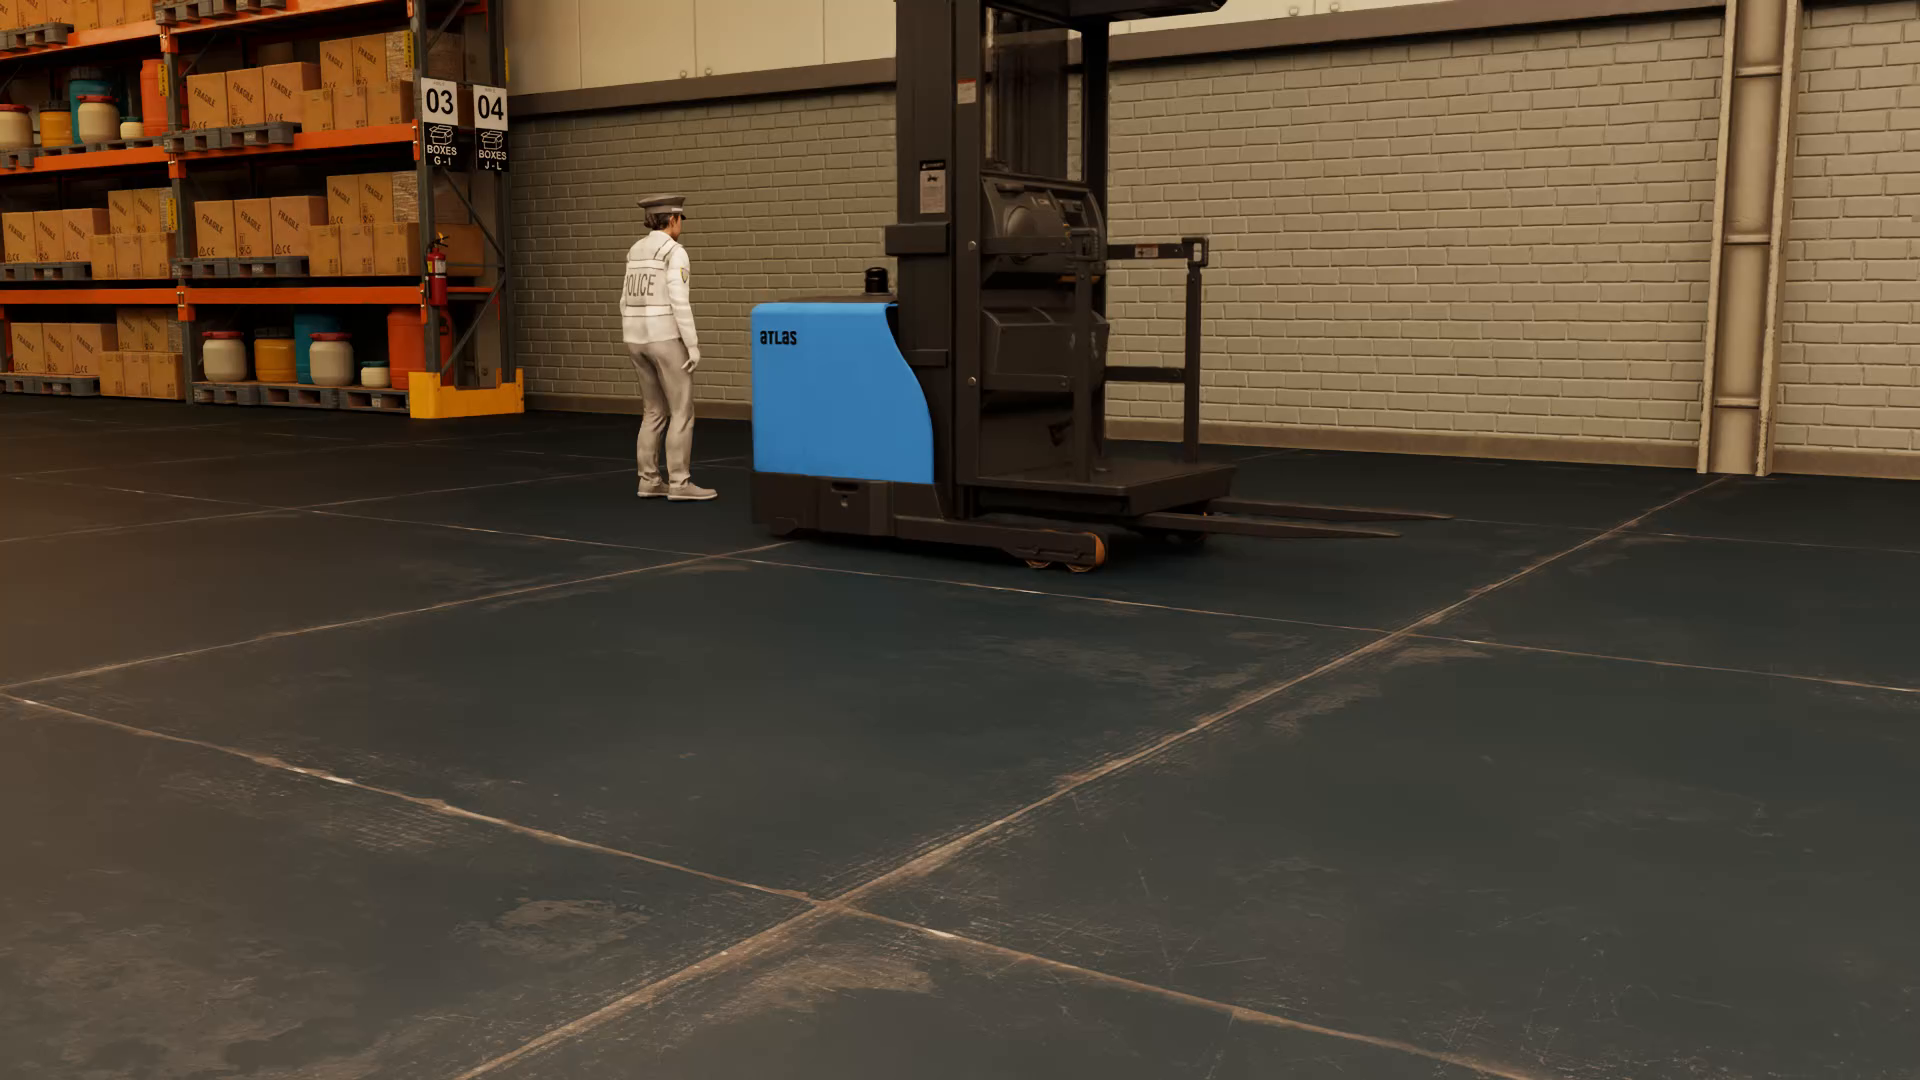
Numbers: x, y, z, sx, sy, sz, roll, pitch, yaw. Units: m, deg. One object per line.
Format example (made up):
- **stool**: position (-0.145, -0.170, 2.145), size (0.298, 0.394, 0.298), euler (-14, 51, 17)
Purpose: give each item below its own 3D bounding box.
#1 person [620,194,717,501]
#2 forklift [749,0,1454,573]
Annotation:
- **person**: position (-1.633, -1.054, 9.119), size (0.542, 1.662, 0.374), euler (7, 11, 40)
- **forklift**: position (0.541, -1.403, 7.062), size (3.031, 2.935, 1.130), euler (5, 10, 33)
